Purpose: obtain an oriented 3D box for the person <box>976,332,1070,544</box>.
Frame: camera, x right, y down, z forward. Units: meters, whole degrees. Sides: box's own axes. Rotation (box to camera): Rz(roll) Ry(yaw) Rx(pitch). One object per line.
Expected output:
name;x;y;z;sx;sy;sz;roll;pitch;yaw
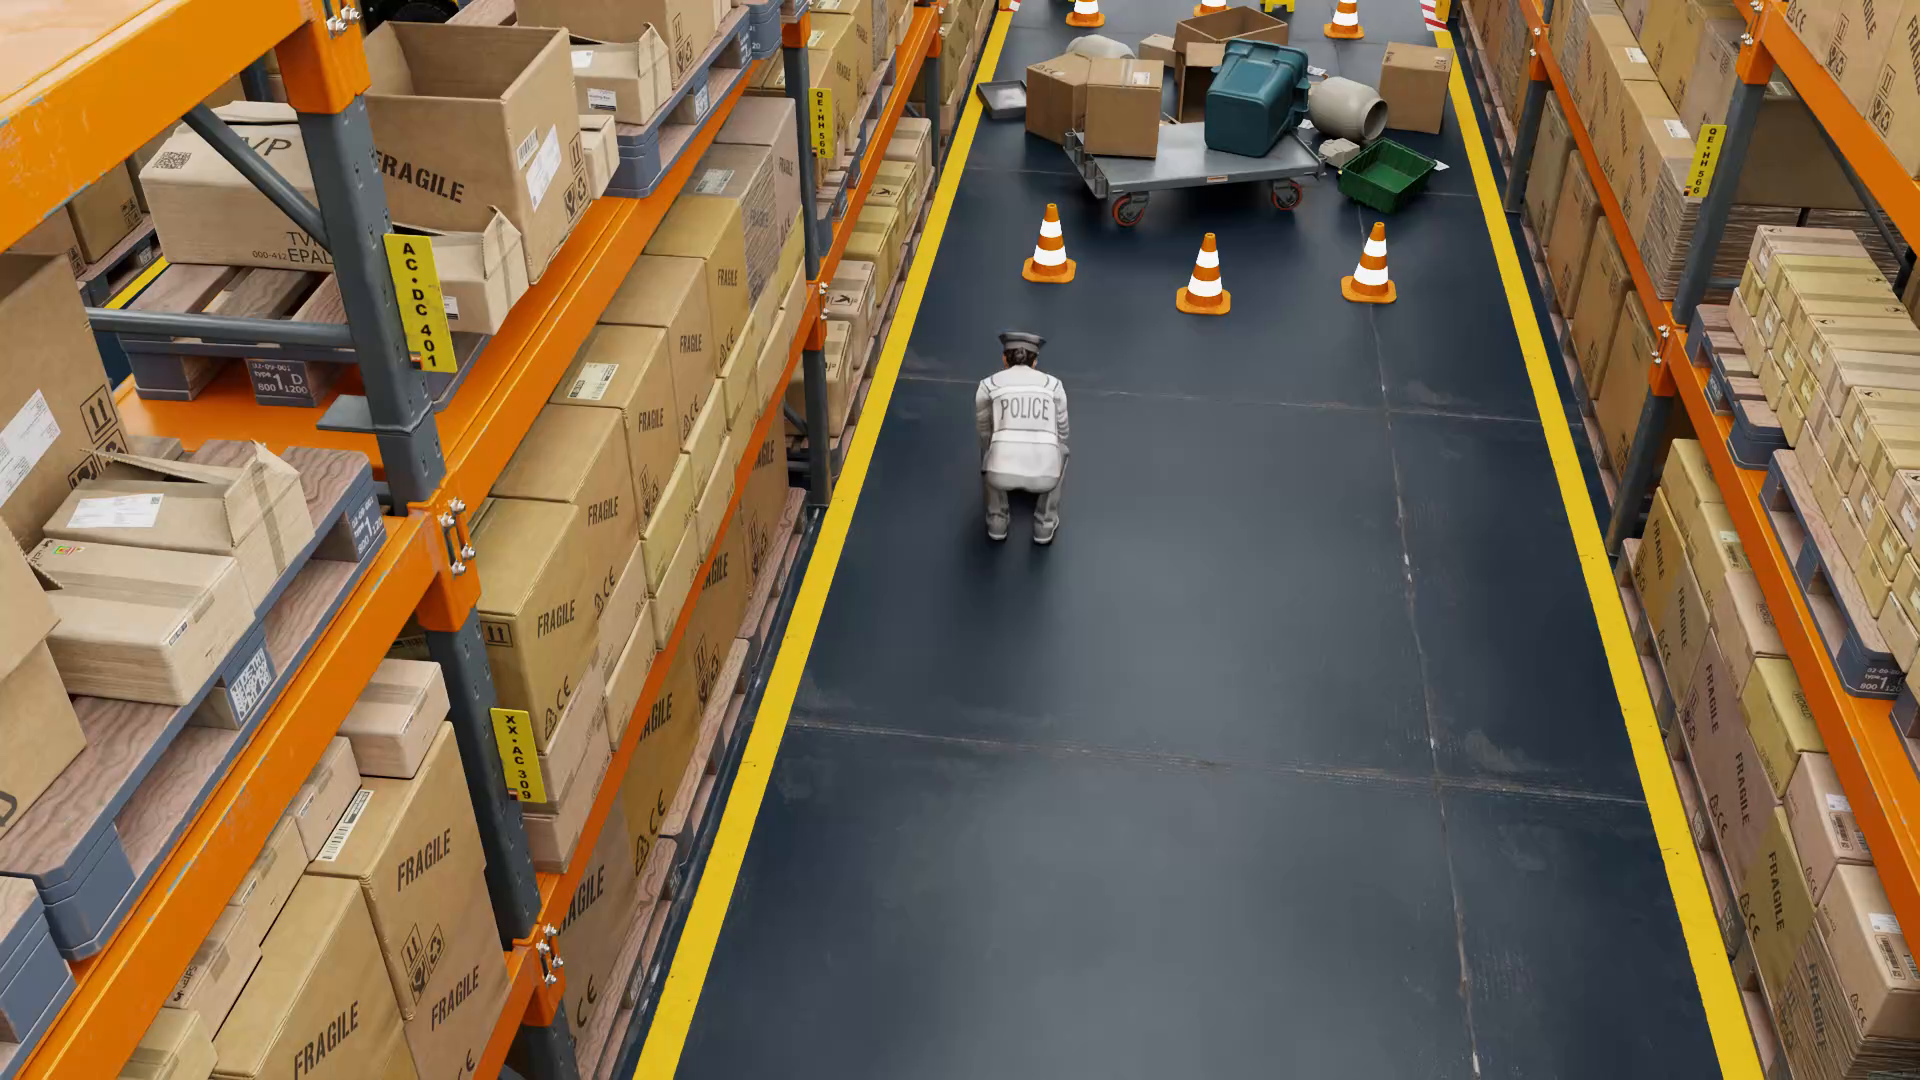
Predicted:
person;0.307;-0.511;8.359;0.491;0.928;0.853;4;37;6
